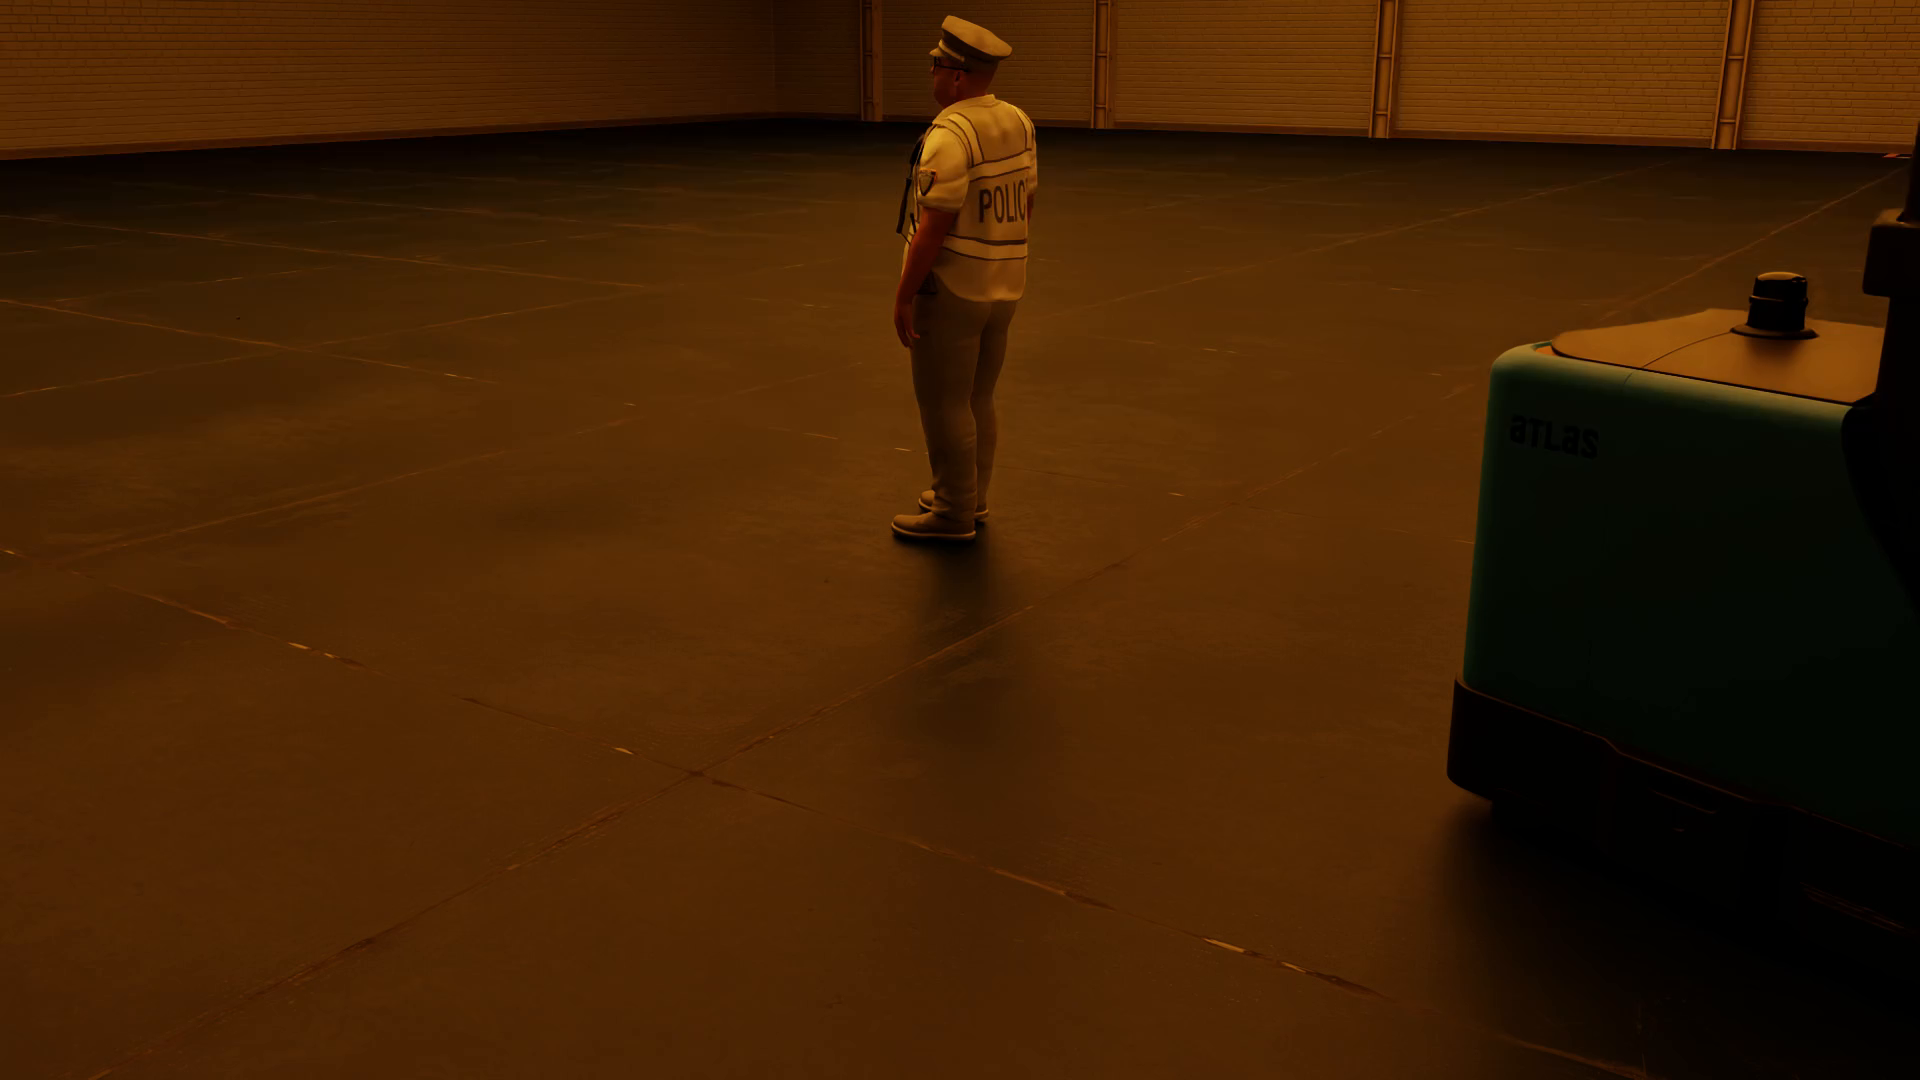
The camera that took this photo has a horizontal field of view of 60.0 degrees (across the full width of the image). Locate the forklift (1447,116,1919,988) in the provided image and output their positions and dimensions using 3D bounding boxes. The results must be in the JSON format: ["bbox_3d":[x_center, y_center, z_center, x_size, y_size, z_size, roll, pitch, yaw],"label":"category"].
[{"bbox_3d":[2.410,-0.530,2.606,1.130,2.935,3.031,-12,20,-35],"label":"forklift"}]

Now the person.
[{"bbox_3d":[-0.058,-0.877,5.742,0.574,1.781,0.641,11,20,33],"label":"person"}]
